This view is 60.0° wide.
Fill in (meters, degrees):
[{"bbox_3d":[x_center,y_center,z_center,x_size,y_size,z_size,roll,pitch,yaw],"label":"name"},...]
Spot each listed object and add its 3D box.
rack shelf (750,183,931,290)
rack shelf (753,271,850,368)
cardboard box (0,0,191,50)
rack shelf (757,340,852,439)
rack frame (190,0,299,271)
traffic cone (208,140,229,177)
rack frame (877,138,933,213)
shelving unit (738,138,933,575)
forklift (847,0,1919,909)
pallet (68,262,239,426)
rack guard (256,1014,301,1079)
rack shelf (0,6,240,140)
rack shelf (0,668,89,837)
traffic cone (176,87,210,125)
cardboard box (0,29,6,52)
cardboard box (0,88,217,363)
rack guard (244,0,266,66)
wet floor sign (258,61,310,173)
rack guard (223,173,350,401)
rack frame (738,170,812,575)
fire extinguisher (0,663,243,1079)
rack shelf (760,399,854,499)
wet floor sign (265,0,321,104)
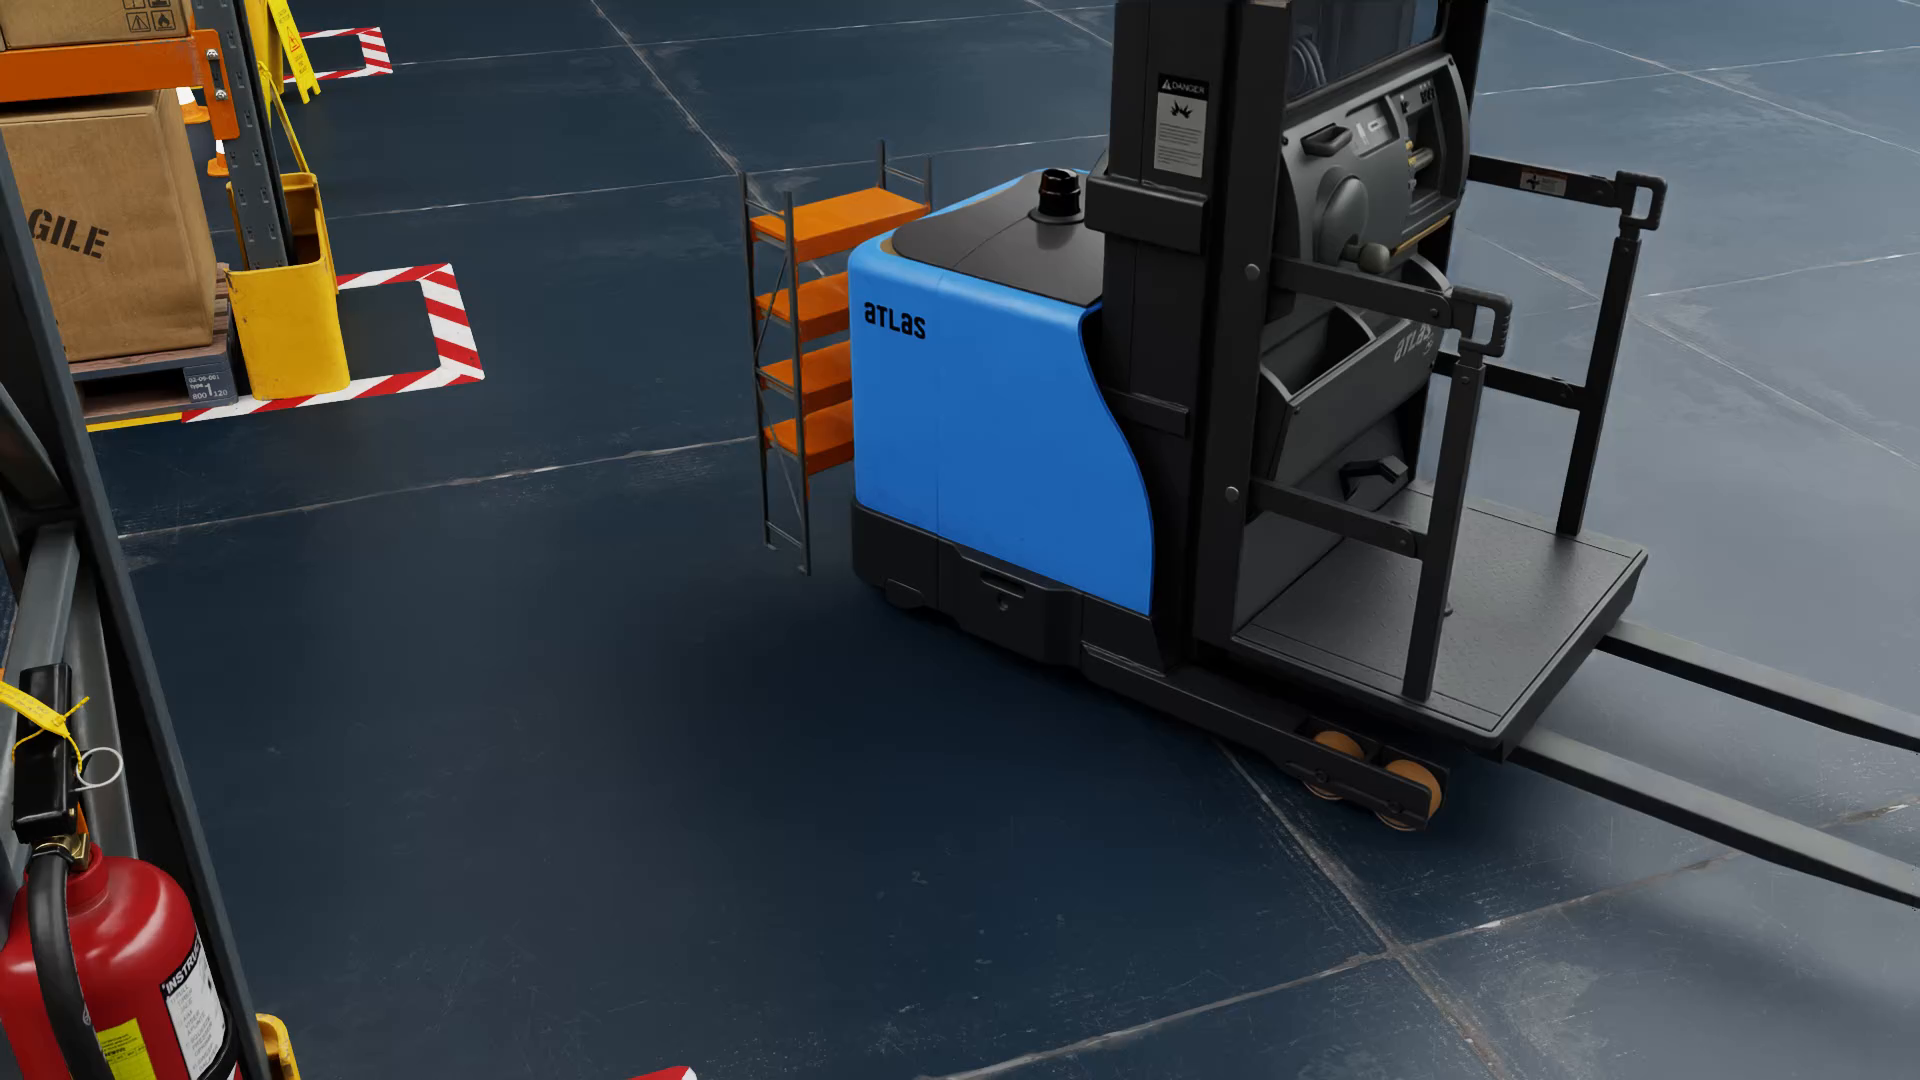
[{"bbox_3d":[-0.348,-0.881,4.790,0.480,0.148,0.258,-23,37,-34],"label":"rack shelf"},{"bbox_3d":[-0.348,-0.675,4.907,0.480,0.148,0.258,-23,37,-34],"label":"rack shelf"},{"bbox_3d":[-3.005,-2.084,5.726,0.550,0.550,0.875,-10,31,-18],"label":"cardboard box"},{"bbox_3d":[-0.348,-0.481,5.018,0.480,0.148,0.258,-23,37,-34],"label":"rack shelf"},{"bbox_3d":[-2.673,-2.104,5.913,0.127,3.000,1.000,-10,31,-18],"label":"rack frame"},{"bbox_3d":[-3.742,-2.152,8.560,0.334,0.463,0.336,-10,31,-18],"label":"traffic cone"},{"bbox_3d":[-0.161,-0.617,5.121,0.015,1.200,0.240,-23,37,-34],"label":"rack frame"},{"bbox_3d":[-0.348,-0.539,4.985,0.503,1.200,0.258,-23,37,-34],"label":"shelving unit"},{"bbox_3d":[1.156,-0.870,3.816,3.031,2.935,1.130,21,36,32],"label":"forklift"},{"bbox_3d":[-3.396,-0.718,6.297,1.213,0.211,1.003,-10,31,-18],"label":"pallet"},{"bbox_3d":[-1.110,1.314,2.439,0.348,0.500,1.175,-10,31,-18],"label":"rack guard"},{"bbox_3d":[-4.548,-1.446,5.485,4.000,0.370,1.077,-10,31,-18],"label":"rack shelf"},{"bbox_3d":[-2.913,0.872,1.415,4.000,0.370,1.077,-10,31,-18],"label":"rack shelf"},{"bbox_3d":[-4.447,-2.608,9.360,0.334,0.463,0.336,-10,31,-18],"label":"traffic cone"},{"bbox_3d":[-3.513,-1.979,5.542,0.550,0.550,0.875,-10,31,-18],"label":"cardboard box"},{"bbox_3d":[-3.286,-1.216,6.076,0.875,0.875,0.875,-10,31,-17],"label":"cardboard box"},{"bbox_3d":[-4.565,-3.284,10.509,0.348,0.500,1.175,-10,31,-18],"label":"rack guard"},{"bbox_3d":[-3.337,-2.005,8.117,0.232,0.644,0.267,-16,33,-26],"label":"wet floor sign"},{"bbox_3d":[-2.651,-1.022,6.539,0.348,0.500,1.175,-10,31,-18],"label":"rack guard"},{"bbox_3d":[-0.535,-0.462,4.848,0.015,1.200,0.240,-23,37,-34],"label":"rack frame"},{"bbox_3d":[-0.771,0.442,1.522,0.183,0.674,0.296,-10,31,-18],"label":"fire extinguisher"},{"bbox_3d":[-0.348,-0.308,5.116,0.480,0.148,0.258,-23,37,-34],"label":"rack shelf"},{"bbox_3d":[-3.943,-2.897,9.682,0.232,0.644,0.267,0,30,0],"label":"wet floor sign"}]
